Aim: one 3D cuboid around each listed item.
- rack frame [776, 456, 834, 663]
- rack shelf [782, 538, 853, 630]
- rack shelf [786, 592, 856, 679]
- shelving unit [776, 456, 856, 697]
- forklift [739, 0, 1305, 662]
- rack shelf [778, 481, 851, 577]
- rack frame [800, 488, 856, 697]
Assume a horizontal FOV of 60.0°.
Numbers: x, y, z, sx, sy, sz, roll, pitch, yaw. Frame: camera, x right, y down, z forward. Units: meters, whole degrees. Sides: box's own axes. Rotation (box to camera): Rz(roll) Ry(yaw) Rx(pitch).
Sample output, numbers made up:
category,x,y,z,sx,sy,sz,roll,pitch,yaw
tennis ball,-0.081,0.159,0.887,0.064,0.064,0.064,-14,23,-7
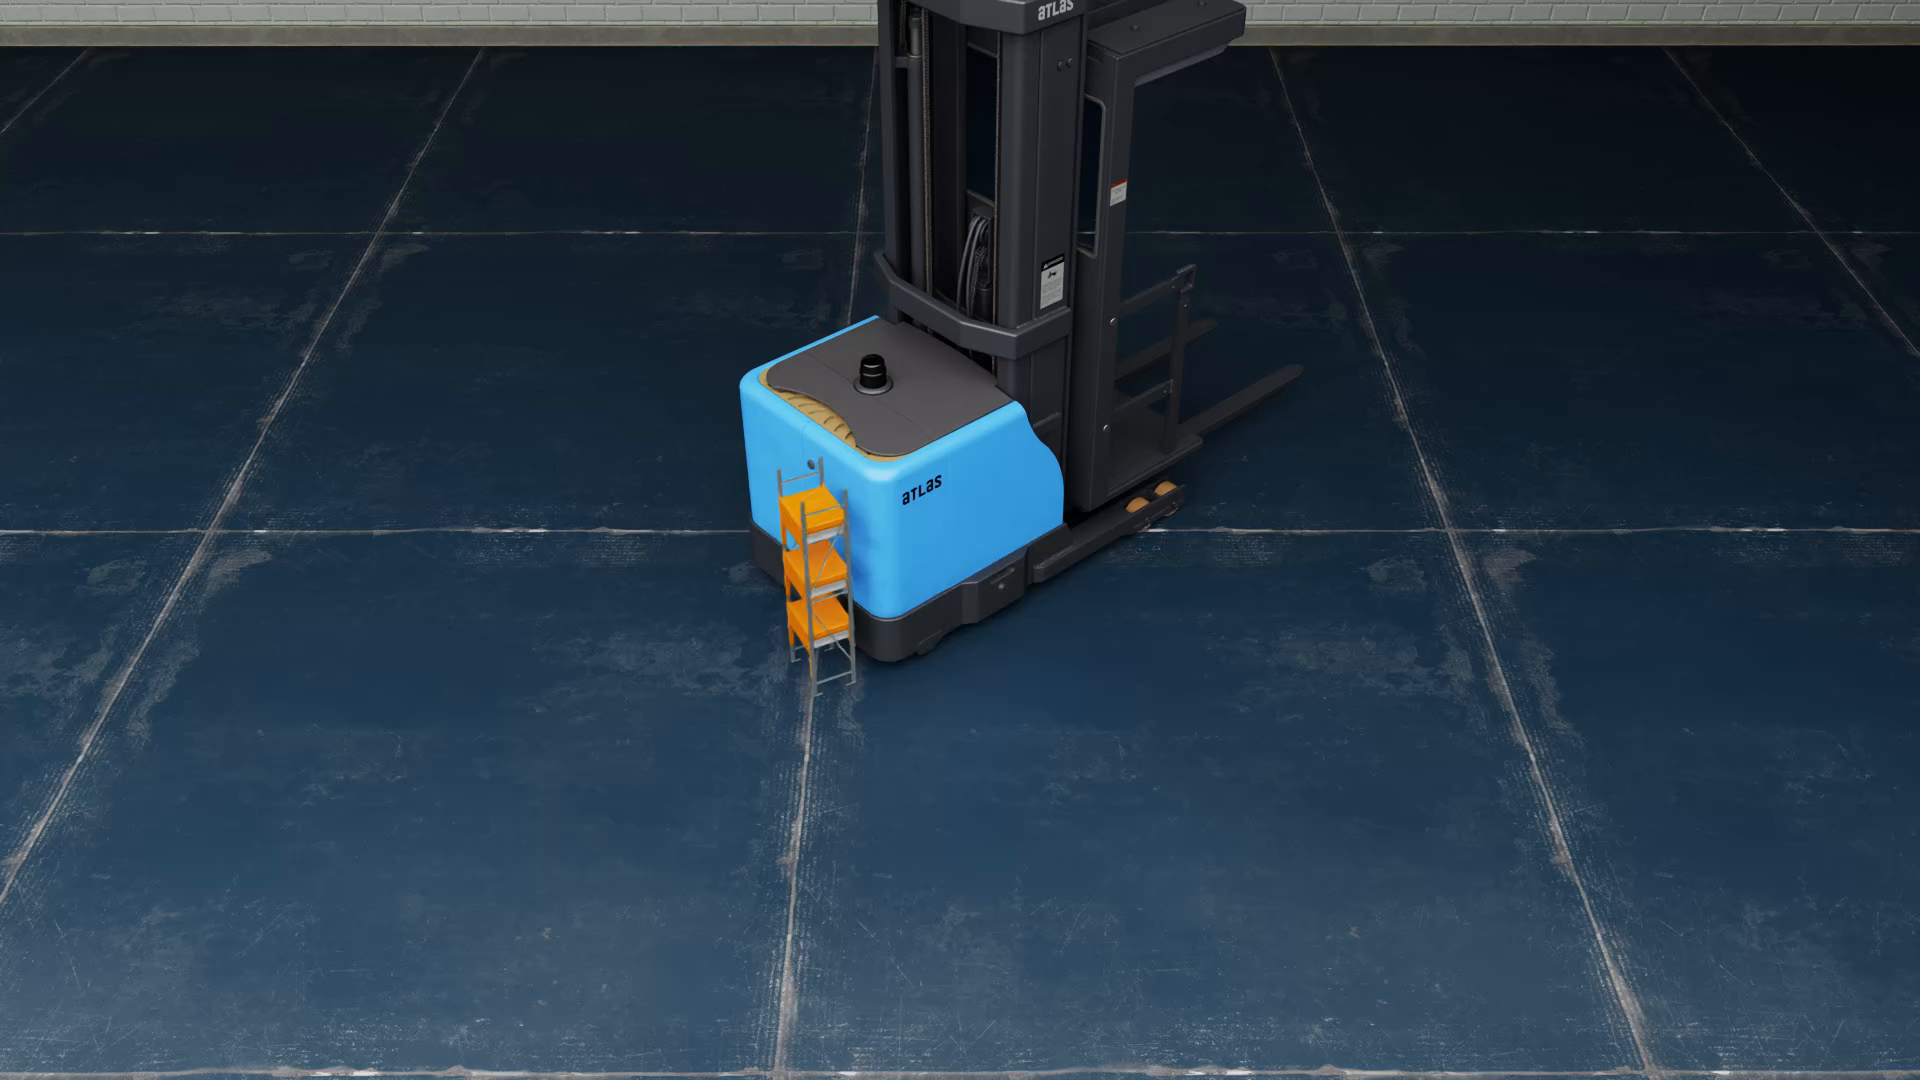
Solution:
category,x,y,z,sx,sy,sz,roll,pitch,yaw
rack frame,-0.649,0.100,7.029,0.200,1.050,0.008,-17,42,-21
rack shelf,-0.594,0.177,6.951,0.215,0.259,0.240,-17,42,-21
rack shelf,-0.595,0.394,7.124,0.215,0.259,0.240,-17,42,-21
shelving unit,-0.594,0.168,6.945,0.215,1.050,0.252,-17,42,-21
forklift,0.469,-1.403,7.403,3.031,2.935,1.130,-29,47,-31
rack shelf,-0.592,-0.045,6.774,0.215,0.259,0.240,-17,42,-21
rack frame,-0.538,0.236,6.860,0.200,1.050,0.008,-17,42,-21
